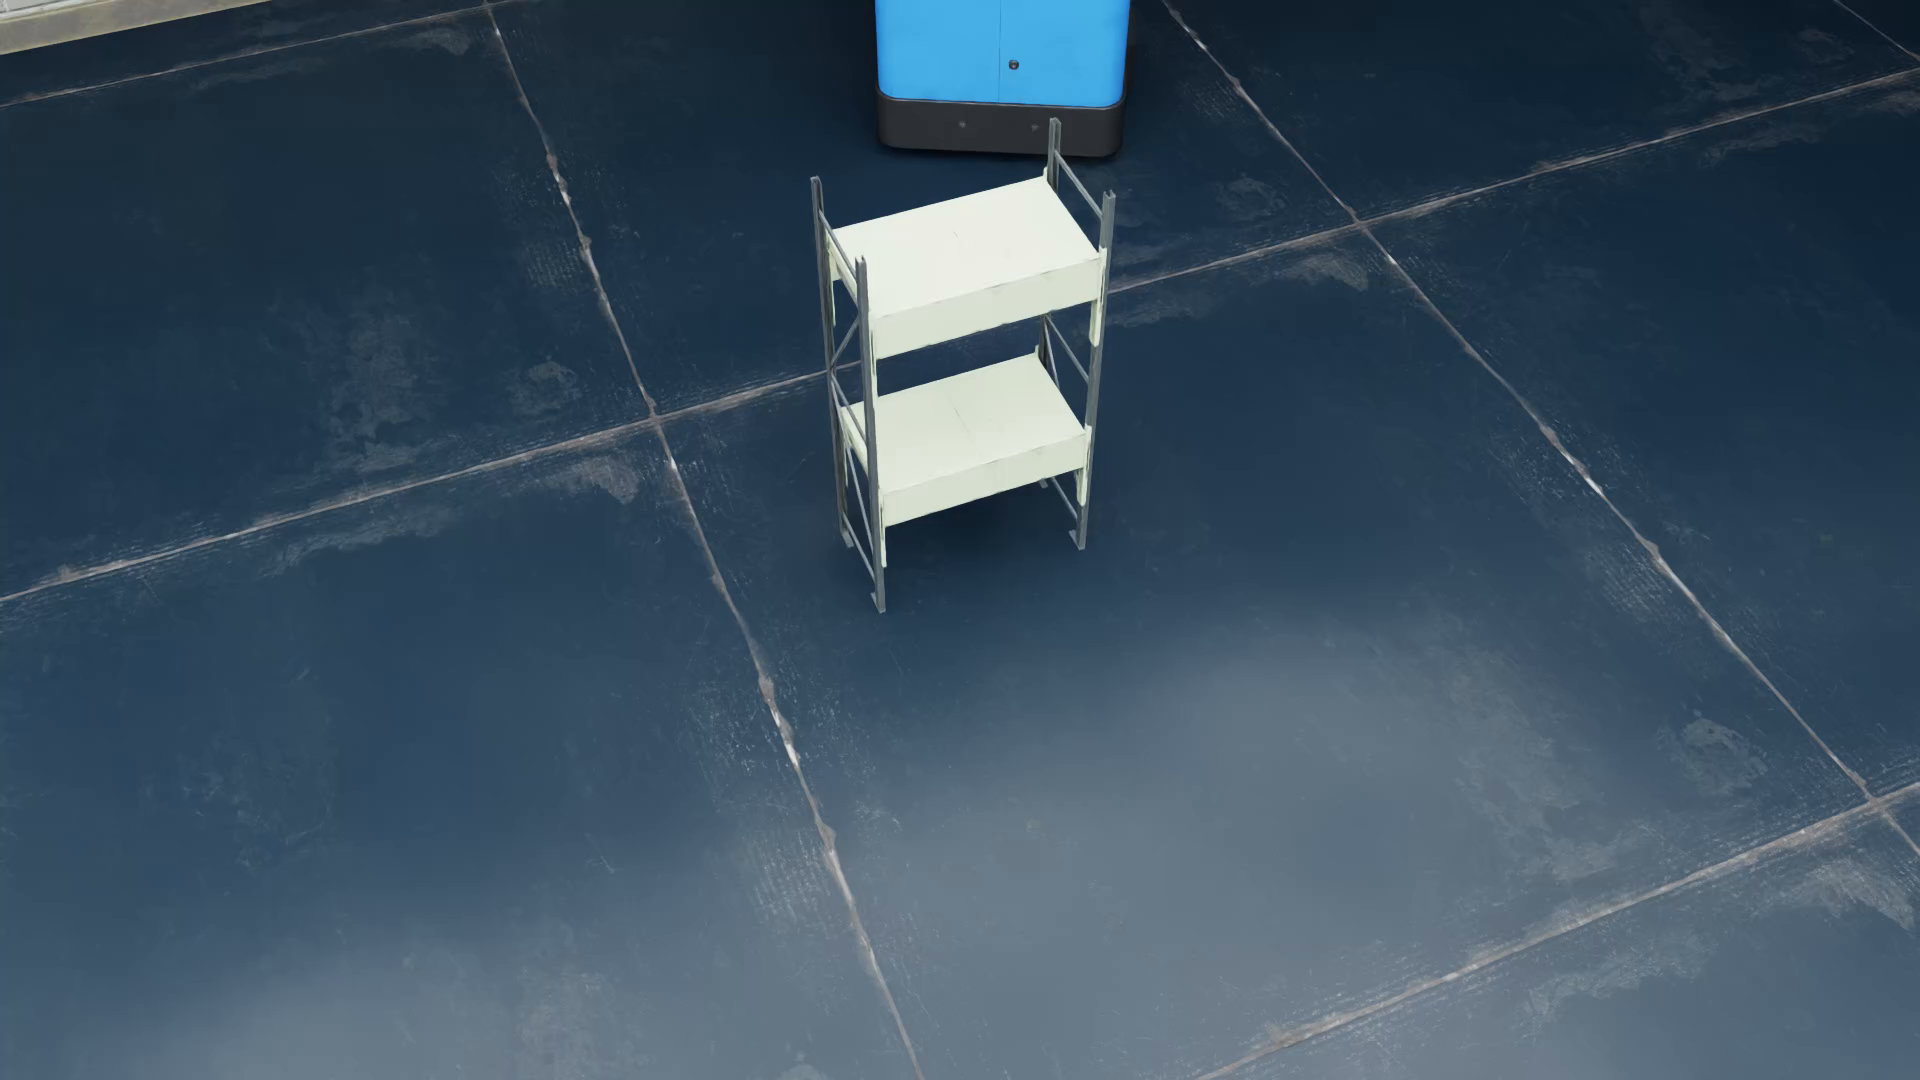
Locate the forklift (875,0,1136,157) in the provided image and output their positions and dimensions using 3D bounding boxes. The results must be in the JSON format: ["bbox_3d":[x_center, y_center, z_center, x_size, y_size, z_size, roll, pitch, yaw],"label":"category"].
[{"bbox_3d":[0.274,-3.701,6.997,1.130,2.935,3.031,3,49,3],"label":"forklift"}]

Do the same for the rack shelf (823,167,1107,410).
[{"bbox_3d":[0.006,-0.745,4.887,0.720,0.370,0.431,-17,52,-14],"label":"rack shelf"}]

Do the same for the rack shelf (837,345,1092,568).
[{"bbox_3d":[0.006,-0.278,5.430,0.720,0.370,0.431,-17,52,-14],"label":"rack shelf"}]

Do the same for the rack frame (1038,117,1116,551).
[{"bbox_3d":[0.345,-0.596,5.273,0.023,1.500,0.400,-17,52,-14],"label":"rack frame"}]

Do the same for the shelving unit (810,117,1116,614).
[{"bbox_3d":[0.006,-0.491,5.183,0.755,1.500,0.431,-17,52,-14],"label":"shelving unit"}]

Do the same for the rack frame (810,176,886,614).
[{"bbox_3d":[-0.333,-0.386,5.093,0.023,1.500,0.400,-17,52,-14],"label":"rack frame"}]
